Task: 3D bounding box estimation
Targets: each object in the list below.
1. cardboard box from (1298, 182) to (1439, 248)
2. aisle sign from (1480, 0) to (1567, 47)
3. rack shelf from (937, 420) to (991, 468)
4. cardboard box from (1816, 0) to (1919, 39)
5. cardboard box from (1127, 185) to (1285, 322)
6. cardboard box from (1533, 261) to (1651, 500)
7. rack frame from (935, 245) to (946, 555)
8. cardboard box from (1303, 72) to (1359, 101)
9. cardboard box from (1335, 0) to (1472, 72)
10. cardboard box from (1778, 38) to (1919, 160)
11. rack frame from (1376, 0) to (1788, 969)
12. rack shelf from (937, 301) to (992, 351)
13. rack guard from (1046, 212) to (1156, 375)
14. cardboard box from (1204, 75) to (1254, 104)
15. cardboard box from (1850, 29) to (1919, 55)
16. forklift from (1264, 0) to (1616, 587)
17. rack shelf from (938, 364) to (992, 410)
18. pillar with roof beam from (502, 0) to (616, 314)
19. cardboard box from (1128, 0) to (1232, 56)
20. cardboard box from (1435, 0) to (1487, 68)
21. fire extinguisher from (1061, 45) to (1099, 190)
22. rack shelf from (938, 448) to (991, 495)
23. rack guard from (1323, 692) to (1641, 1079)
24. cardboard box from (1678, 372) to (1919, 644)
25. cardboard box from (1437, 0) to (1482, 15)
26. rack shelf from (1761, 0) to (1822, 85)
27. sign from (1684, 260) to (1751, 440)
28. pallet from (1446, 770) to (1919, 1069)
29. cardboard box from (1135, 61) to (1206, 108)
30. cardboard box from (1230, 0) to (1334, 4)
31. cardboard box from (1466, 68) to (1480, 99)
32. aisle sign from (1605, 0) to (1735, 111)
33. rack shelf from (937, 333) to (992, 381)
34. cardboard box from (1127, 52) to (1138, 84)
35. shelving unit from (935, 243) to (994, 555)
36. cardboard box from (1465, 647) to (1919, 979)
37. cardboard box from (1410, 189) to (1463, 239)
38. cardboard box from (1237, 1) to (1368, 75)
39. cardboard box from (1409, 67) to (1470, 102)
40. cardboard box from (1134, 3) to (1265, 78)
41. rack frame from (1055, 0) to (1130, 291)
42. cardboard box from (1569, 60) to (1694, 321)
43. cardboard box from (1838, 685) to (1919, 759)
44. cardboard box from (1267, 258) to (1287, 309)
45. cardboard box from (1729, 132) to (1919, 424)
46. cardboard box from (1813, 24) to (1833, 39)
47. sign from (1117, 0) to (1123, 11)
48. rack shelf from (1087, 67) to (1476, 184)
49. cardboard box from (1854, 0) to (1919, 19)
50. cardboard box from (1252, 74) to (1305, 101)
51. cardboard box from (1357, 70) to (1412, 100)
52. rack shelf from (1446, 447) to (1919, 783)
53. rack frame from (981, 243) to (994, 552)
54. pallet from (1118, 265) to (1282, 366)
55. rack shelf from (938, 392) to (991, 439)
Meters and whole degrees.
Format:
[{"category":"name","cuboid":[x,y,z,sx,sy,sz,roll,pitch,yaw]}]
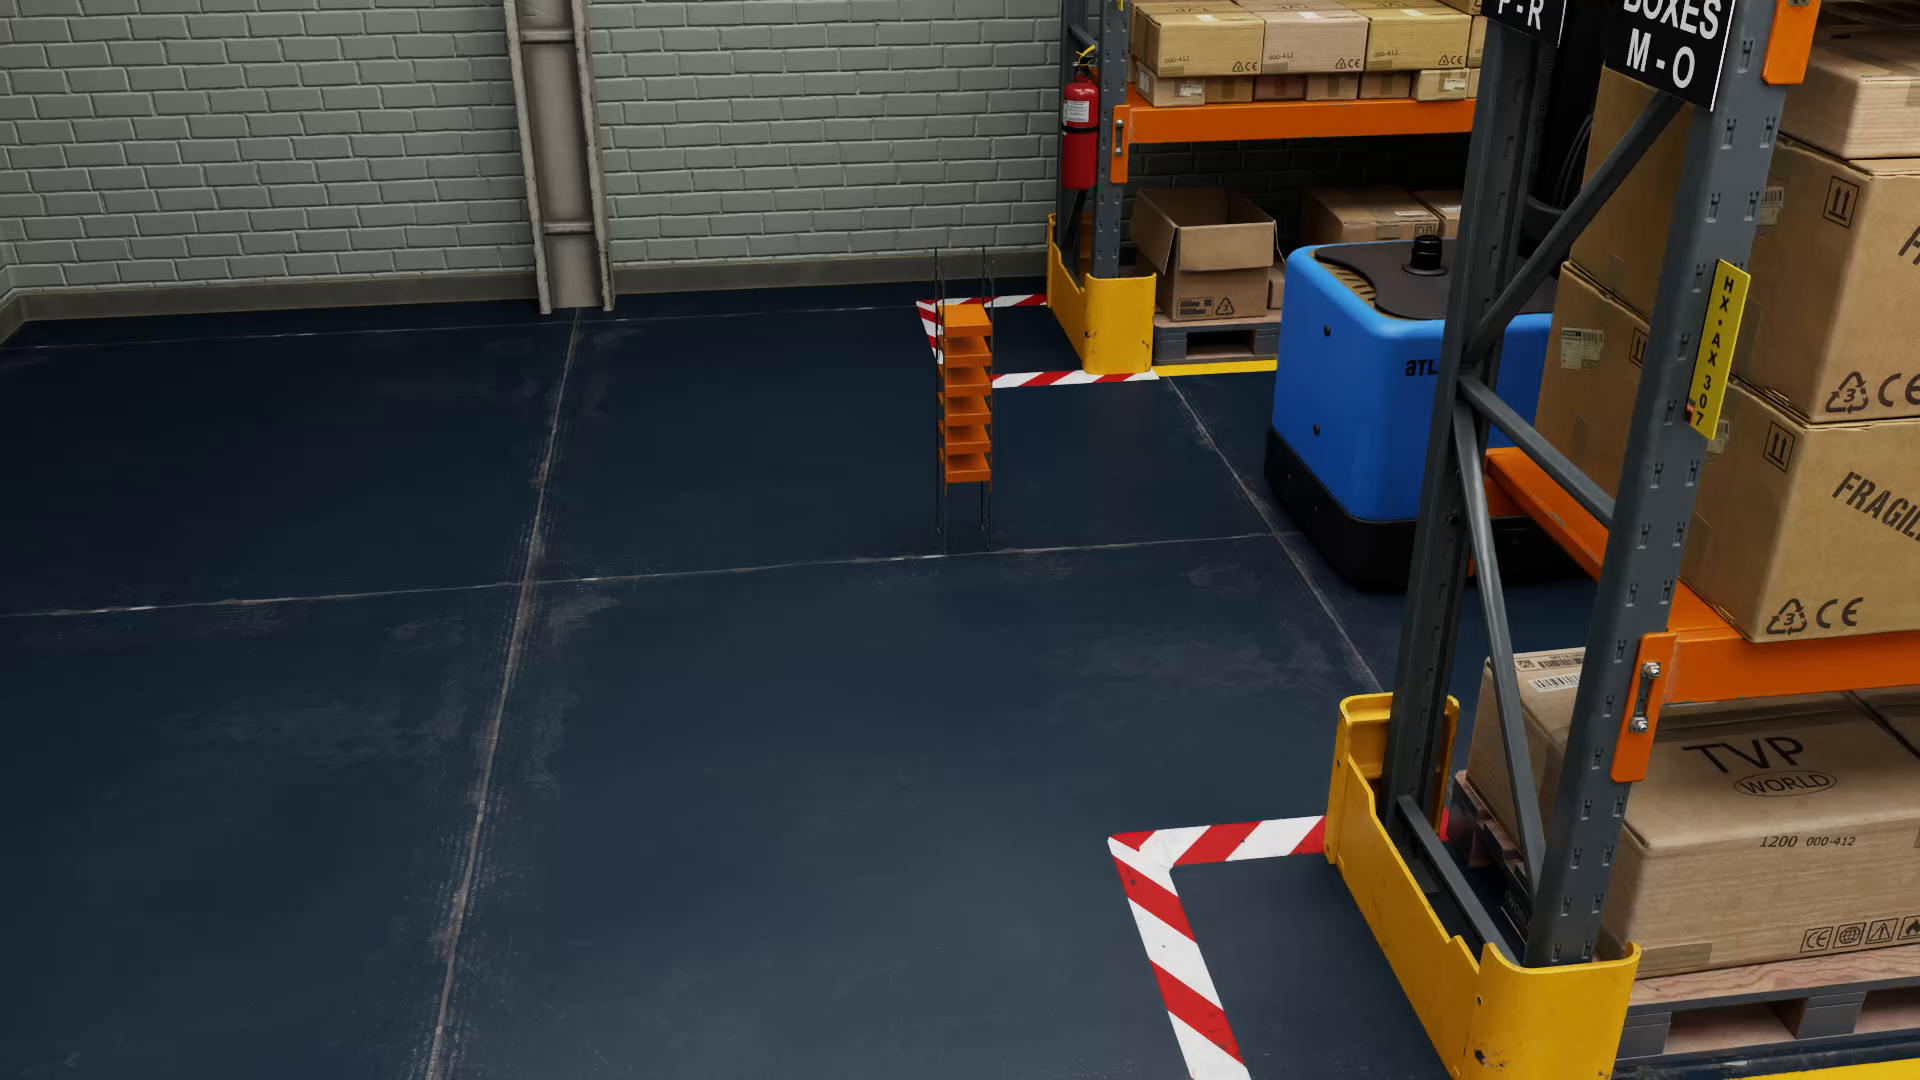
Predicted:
[{"category":"cardboard box","cuboid":[2.123,-1.537,8.738,0.500,0.500,0.700,-3,27,-5]},{"category":"aisle sign","cuboid":[1.233,-1.478,3.497,0.004,0.787,0.394,-4,27,-7]},{"category":"rack shelf","cuboid":[0.014,-0.388,6.553,0.180,0.103,0.258,-4,27,-7]},{"category":"cardboard box","cuboid":[1.923,-1.104,3.701,0.250,0.149,0.380,-3,27,-6]},{"category":"cardboard box","cuboid":[1.271,-1.502,8.665,0.637,0.503,0.797,-5,28,-9]},{"category":"cardboard box","cuboid":[1.788,-0.381,4.096,0.500,0.500,0.500,-4,27,-7]},{"category":"rack frame","cuboid":[-0.076,-0.529,6.467,0.006,1.200,0.240,-4,27,-7]},{"category":"cardboard box","cuboid":[1.776,-2.272,8.168,0.250,0.149,0.380,-3,27,-5]},{"category":"cardboard box","cuboid":[2.140,-2.468,8.113,0.500,0.250,0.500,-4,27,-8]},{"category":"cardboard box","cuboid":[1.738,-0.861,3.227,0.250,0.149,0.380,-3,27,-6]},{"category":"rack frame","cuboid":[1.348,-0.186,3.826,0.127,3.000,1.000,-4,27,-7]},{"category":"rack shelf","cuboid":[0.014,-0.816,6.334,0.180,0.103,0.258,-4,27,-7]},{"category":"rack guard","cuboid":[0.728,-1.322,8.779,0.348,0.500,1.175,-4,27,-7]},{"category":"cardboard box","cuboid":[1.262,-2.252,8.128,0.250,0.149,0.380,-3,27,-6]},{"category":"cardboard box","cuboid":[1.987,-0.910,3.322,0.250,0.149,0.380,-3,27,-6]},{"category":"forklift","cuboid":[2.868,-1.438,6.342,3.031,2.935,1.130,-5,28,-9]},{"category":"rack shelf","cuboid":[0.014,-0.602,6.443,0.180,0.103,0.258,-4,27,-7]},{"category":"pillar with roof beam","cuboid":[-1.543,-3.388,3.496,0.400,9.000,9.100,-4,27,-7]},{"category":"cardboard box","cuboid":[1.071,-2.644,8.456,0.500,0.250,0.500,-3,27,-6]},{"category":"cardboard box","cuboid":[2.643,-2.510,8.195,0.500,0.250,0.500,-4,27,-8]},{"category":"fire extinguisher","cuboid":[0.571,-2.011,7.876,0.183,0.674,0.296,-4,27,-7]},{"category":"rack shelf","cuboid":[0.014,-0.282,6.608,0.180,0.103,0.258,-4,27,-7]},{"category":"rack guard","cuboid":[1.324,0.928,4.394,0.348,0.500,1.175,-4,27,-7]},{"category":"cardboard box","cuboid":[1.863,-0.131,3.610,0.500,0.500,0.500,-4,27,-8]},{"category":"cardboard box","cuboid":[2.625,-2.831,7.999,0.500,0.500,0.500,-3,27,-6]},{"category":"rack shelf","cuboid":[3.328,-1.327,3.554,4.000,0.370,1.077,-4,27,-7]},{"category":"sign","cuboid":[1.419,-0.355,3.121,0.005,0.325,0.100,-4,27,-7]},{"category":"pallet","cuboid":[2.129,0.969,4.631,1.213,0.211,1.003,-4,27,-7]},{"category":"cardboard box","cuboid":[1.016,-2.214,8.055,0.250,0.149,0.380,-4,27,-8]},{"category":"cardboard box","cuboid":[1.582,-2.676,8.519,0.500,0.250,0.500,-4,27,-7]},{"category":"cardboard box","cuboid":[2.557,-2.300,8.222,0.250,0.149,0.380,-3,27,-6]},{"category":"aisle sign","cuboid":[1.317,-1.207,2.968,0.004,0.787,0.394,-4,27,-7]},{"category":"rack shelf","cuboid":[0.014,-0.709,6.389,0.180,0.103,0.258,-4,27,-7]},{"category":"cardboard box","cuboid":[0.943,-2.460,8.534,0.250,0.149,0.380,-4,27,-8]},{"category":"shelving unit","cuboid":[0.014,-0.535,6.478,0.189,1.200,0.258,-4,27,-7]},{"category":"cardboard box","cuboid":[1.987,0.680,4.485,0.875,0.438,0.875,-5,28,-9]},{"category":"cardboard box","cuboid":[2.661,-1.525,8.715,0.500,0.500,0.500,-3,27,-6]},{"category":"cardboard box","cuboid":[1.639,-2.434,8.047,0.500,0.250,0.500,-3,27,-7]},{"category":"cardboard box","cuboid":[2.299,-2.274,8.171,0.250,0.149,0.380,-4,27,-9]},{"category":"cardboard box","cuboid":[1.139,-2.402,7.984,0.500,0.250,0.500,-4,27,-7]},{"category":"rack frame","cuboid":[0.652,-2.429,8.199,0.127,3.000,1.000,-4,27,-7]},{"category":"cardboard box","cuboid":[1.792,-0.813,3.845,0.500,0.500,0.500,-3,27,-5]},{"category":"cardboard box","cuboid":[2.892,0.618,4.606,0.875,0.438,0.875,-3,27,-6]},{"category":"cardboard box","cuboid":[1.697,-1.353,8.765,0.250,0.149,0.380,-5,28,-9]},{"category":"cardboard box","cuboid":[1.863,-0.577,3.384,0.500,0.500,0.500,-4,27,-8]},{"category":"cardboard box","cuboid":[1.675,-1.077,3.648,0.250,0.149,0.380,-3,27,-6]},{"category":"sign","cuboid":[0.728,-2.569,7.523,0.005,0.325,0.100,-4,27,-7]},{"category":"rack shelf","cuboid":[2.633,-2.237,8.611,4.000,0.370,1.077,-4,27,-7]},{"category":"cardboard box","cuboid":[2.167,-1.158,3.807,0.250,0.149,0.380,-4,27,-8]},{"category":"cardboard box","cuboid":[1.517,-2.284,8.191,0.250,0.149,0.380,-4,27,-8]},{"category":"cardboard box","cuboid":[2.038,-2.292,8.206,0.250,0.149,0.380,-3,27,-6]},{"category":"rack shelf","cuboid":[3.328,0.007,4.238,4.000,0.370,1.077,-4,27,-7]},{"category":"rack frame","cuboid":[0.105,-0.541,6.489,0.006,1.200,0.240,-4,27,-7]},{"category":"pallet","cuboid":[1.517,-1.245,8.945,1.213,0.211,1.003,-4,27,-7]},{"category":"rack shelf","cuboid":[0.014,-0.495,6.498,0.180,0.103,0.258,-4,27,-7]}]
